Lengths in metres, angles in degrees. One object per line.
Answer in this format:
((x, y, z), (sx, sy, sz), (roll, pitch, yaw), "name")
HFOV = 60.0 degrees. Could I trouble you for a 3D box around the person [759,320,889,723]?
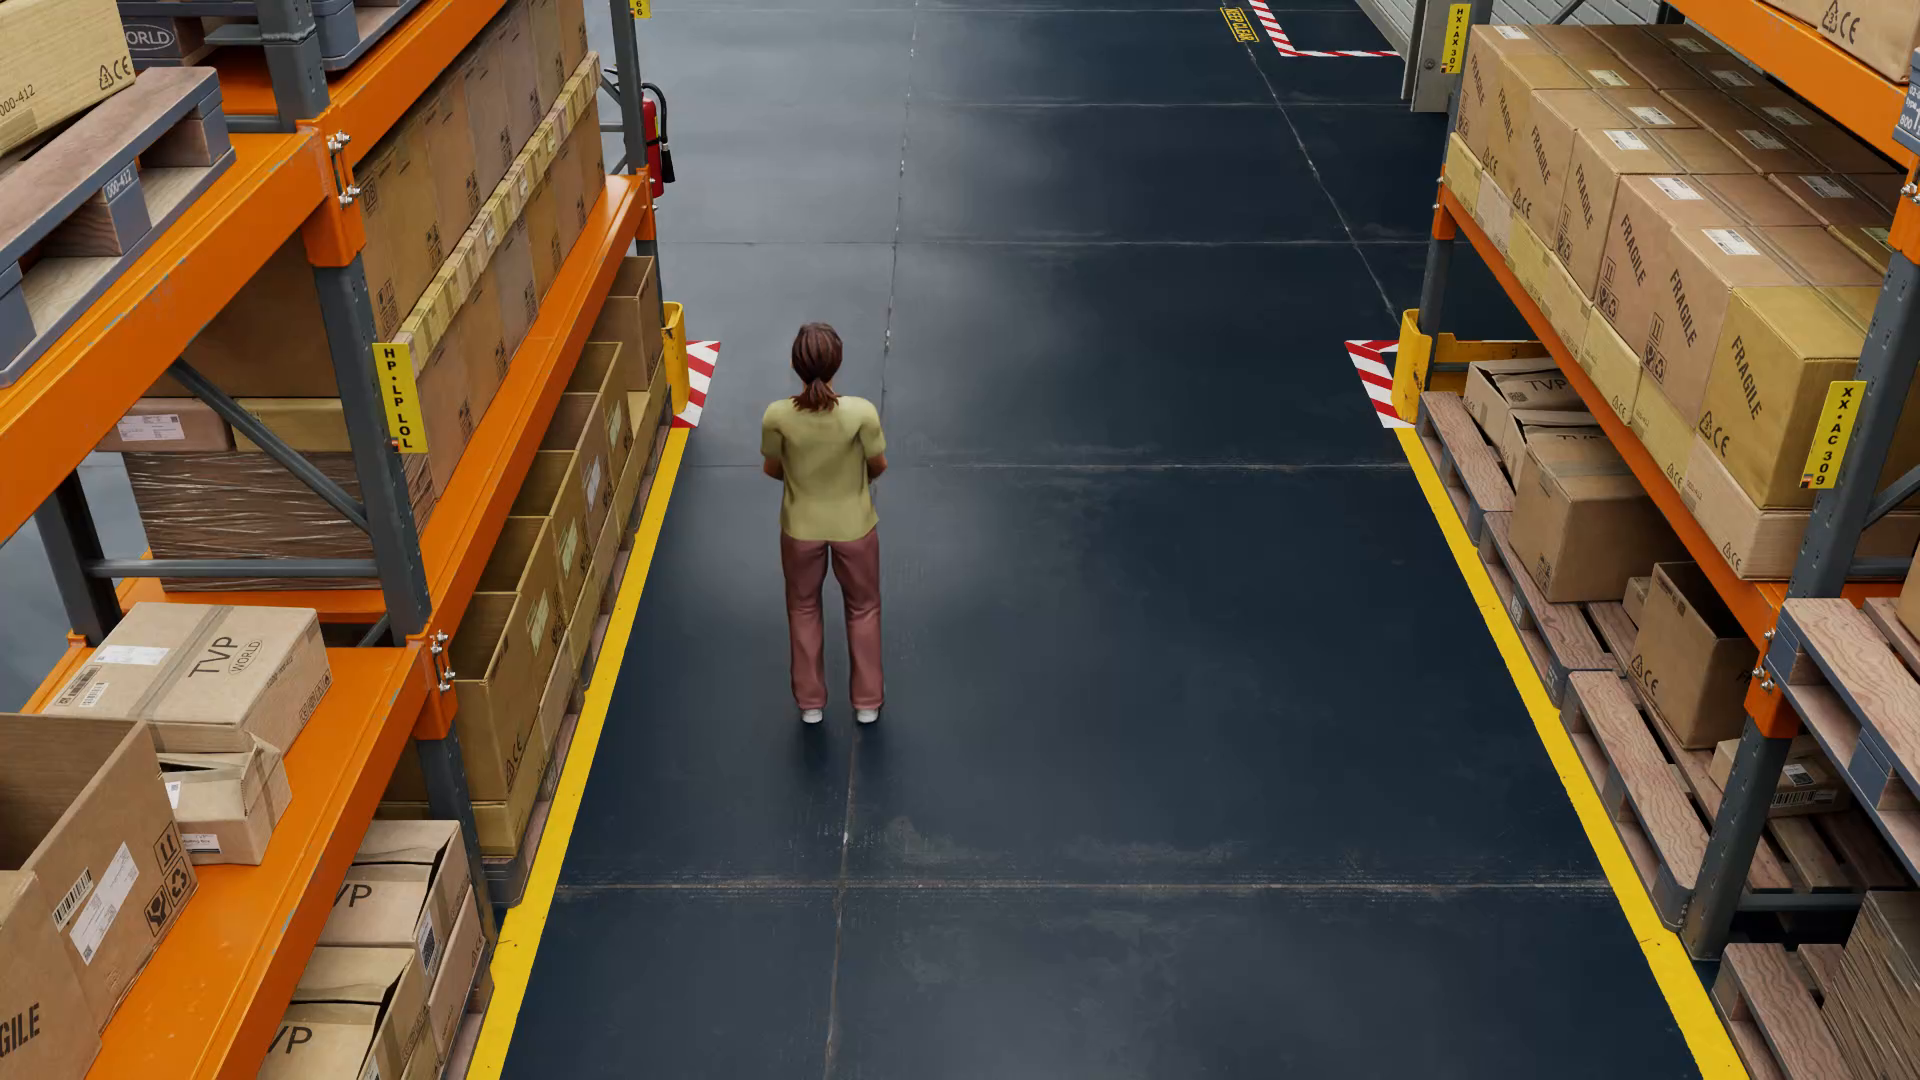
((-0.496, -0.059, 6.279), (0.462, 1.624, 0.447), (-1, 32, -1), "person")
